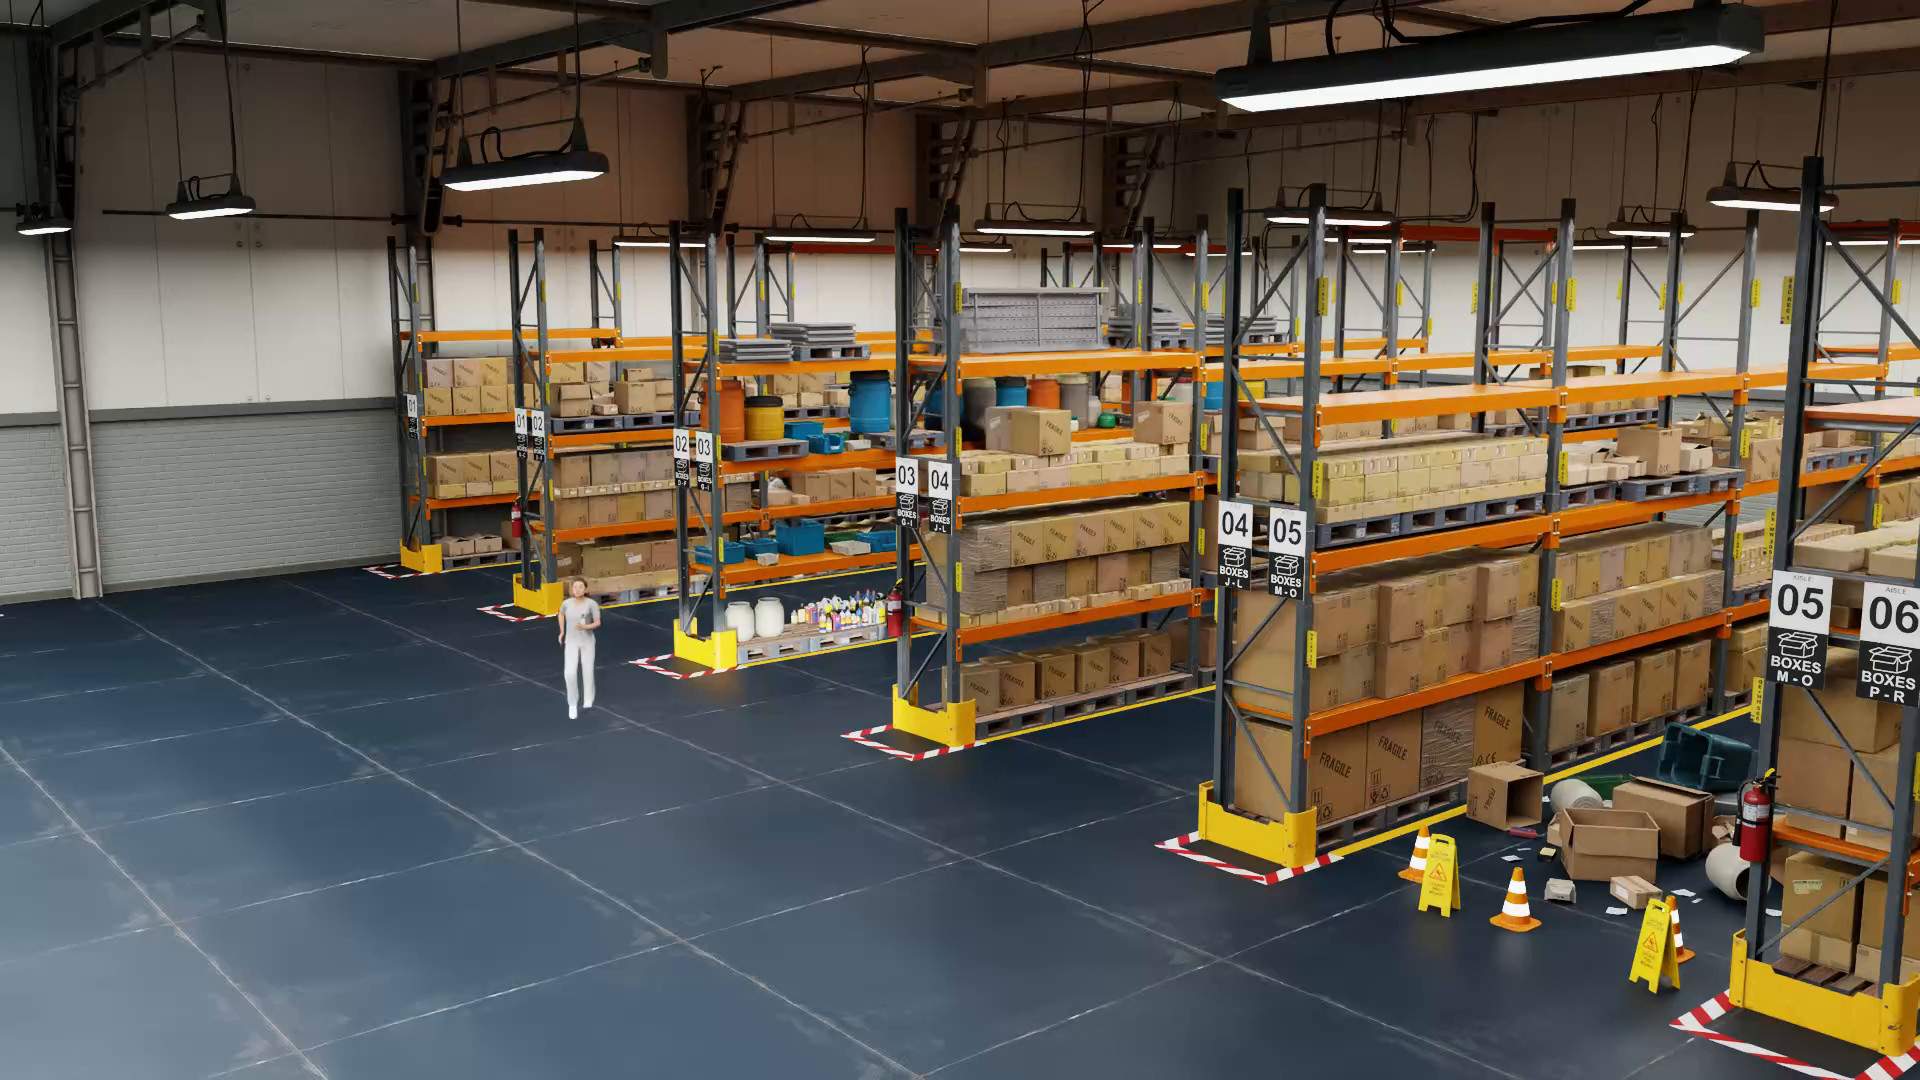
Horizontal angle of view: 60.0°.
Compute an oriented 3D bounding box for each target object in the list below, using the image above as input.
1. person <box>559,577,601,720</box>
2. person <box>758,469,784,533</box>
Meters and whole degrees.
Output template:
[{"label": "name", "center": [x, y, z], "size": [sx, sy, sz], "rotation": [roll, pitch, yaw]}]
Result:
[{"label": "person", "center": [-4.566, 1.285, 19.975], "size": [0.530, 1.704, 0.721], "rotation": [-1, 9, -5]}, {"label": "person", "center": [-3.549, -0.586, 31.586], "size": [0.904, 1.785, 0.645], "rotation": [-7, 11, -39]}]
